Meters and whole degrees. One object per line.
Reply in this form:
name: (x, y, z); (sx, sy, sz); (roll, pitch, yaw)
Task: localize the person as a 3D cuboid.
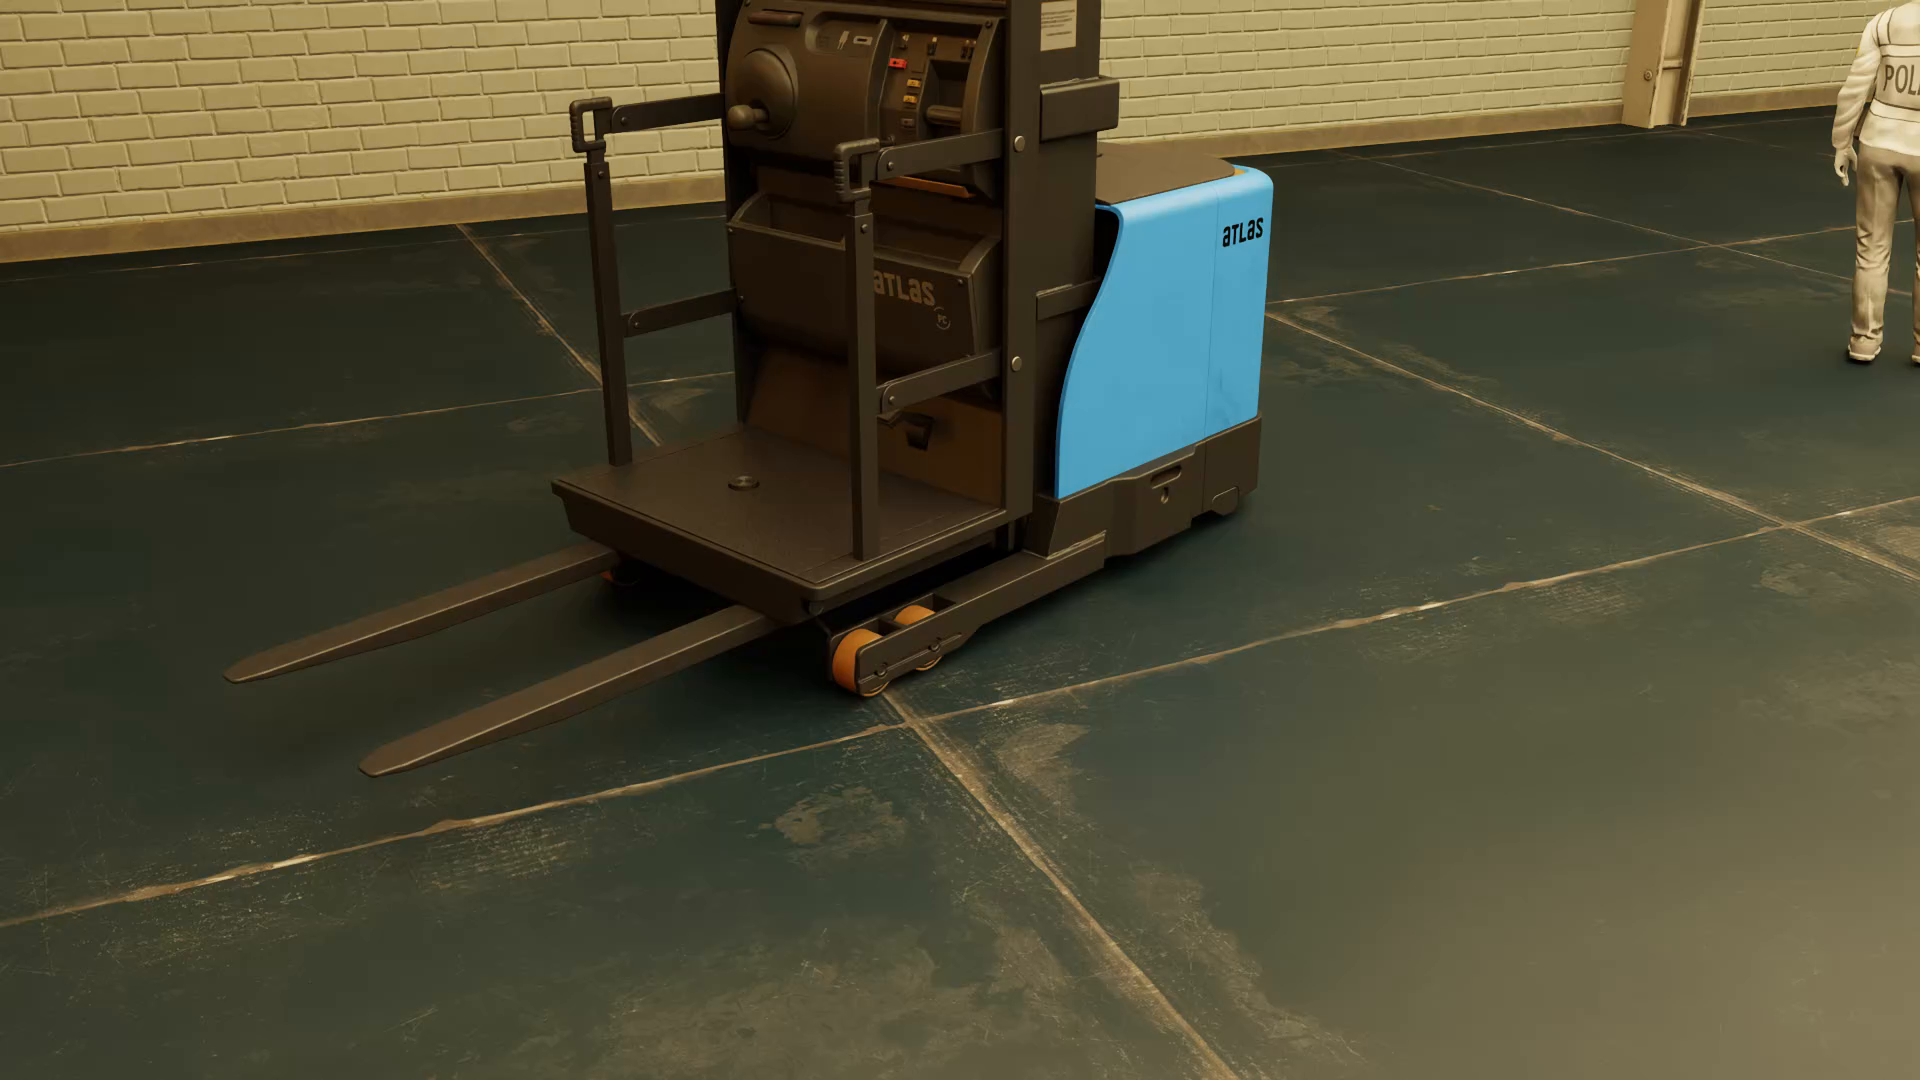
person: (3.782, -1.544, 6.596); (0.587, 1.694, 0.530); (18, 28, 36)

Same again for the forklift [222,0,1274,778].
forklift: (-0.413, -1.182, 4.131); (1.130, 2.935, 3.031); (19, 29, 39)
